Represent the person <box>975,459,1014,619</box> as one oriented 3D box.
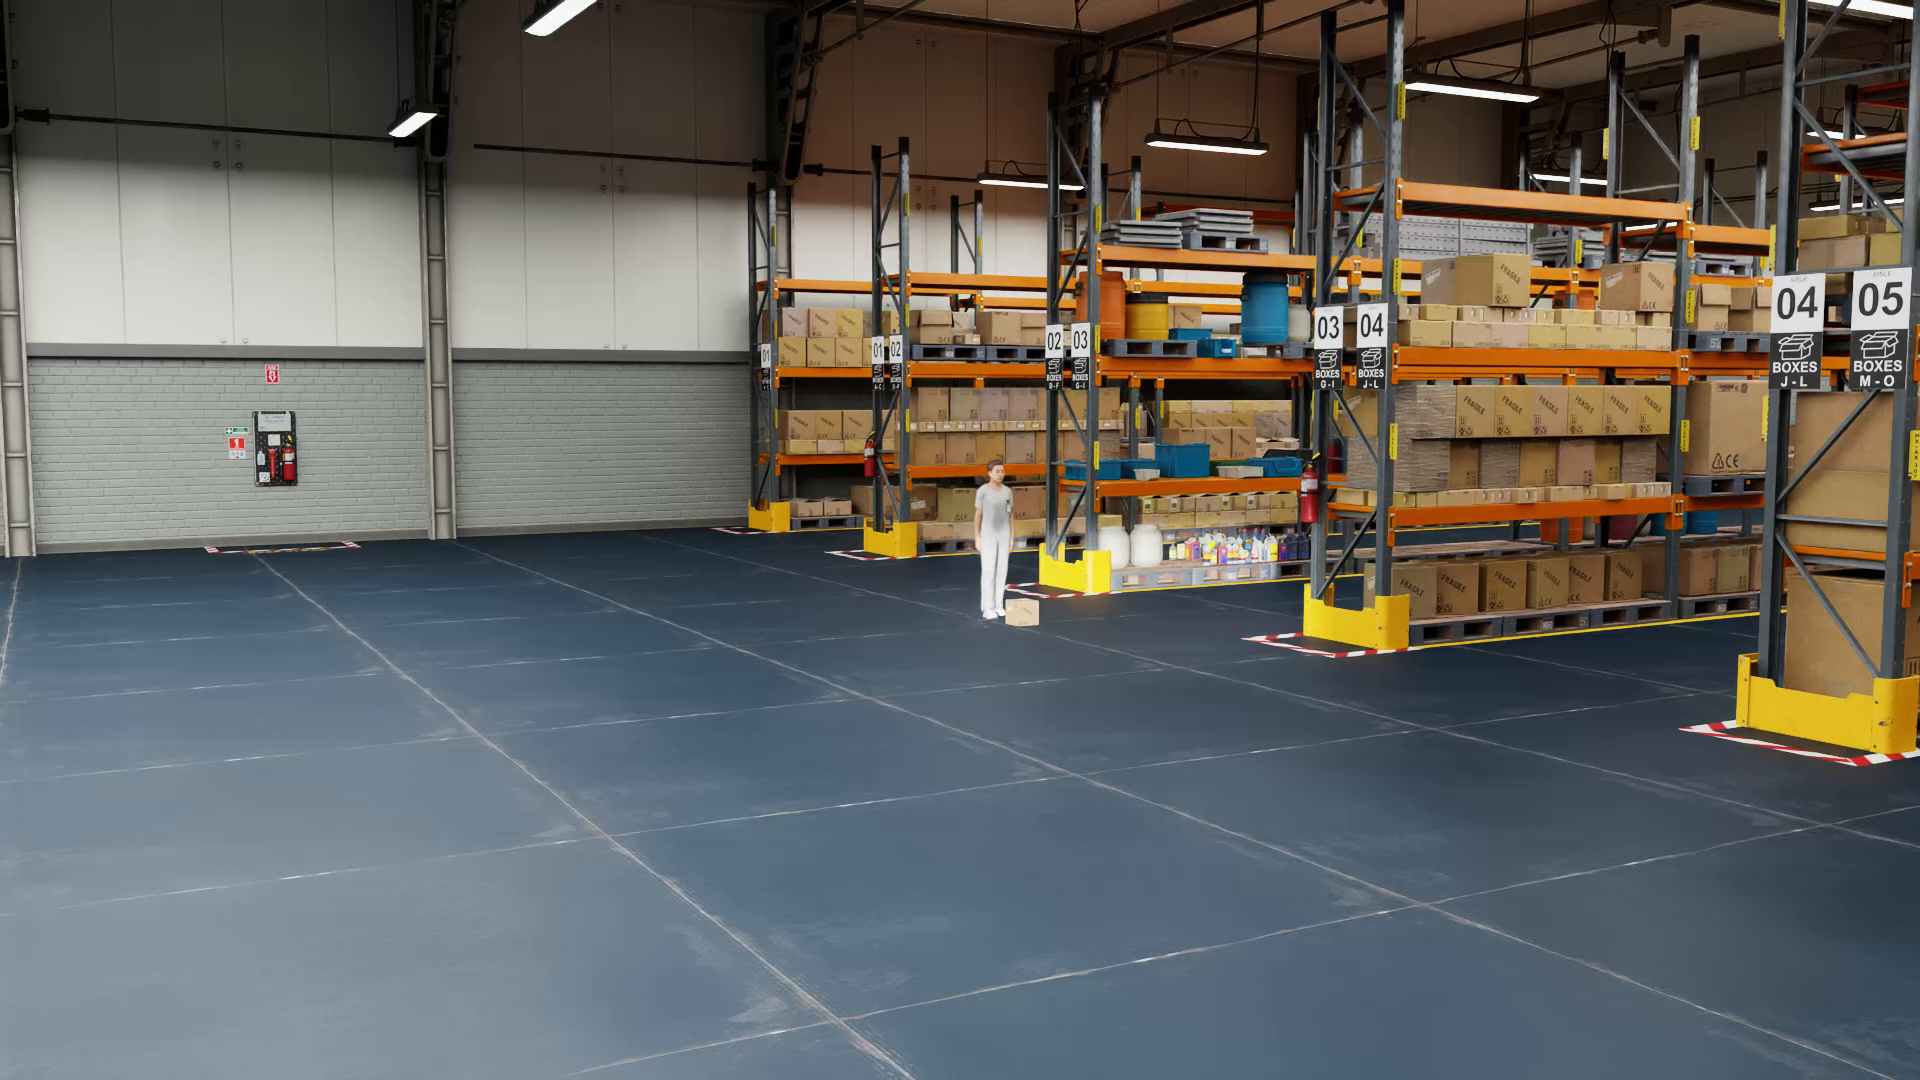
[{"bbox_3d":[0.405,-0.010,17.500,0.479,1.667,0.613,-3,6,-27],"label":"person"}]
